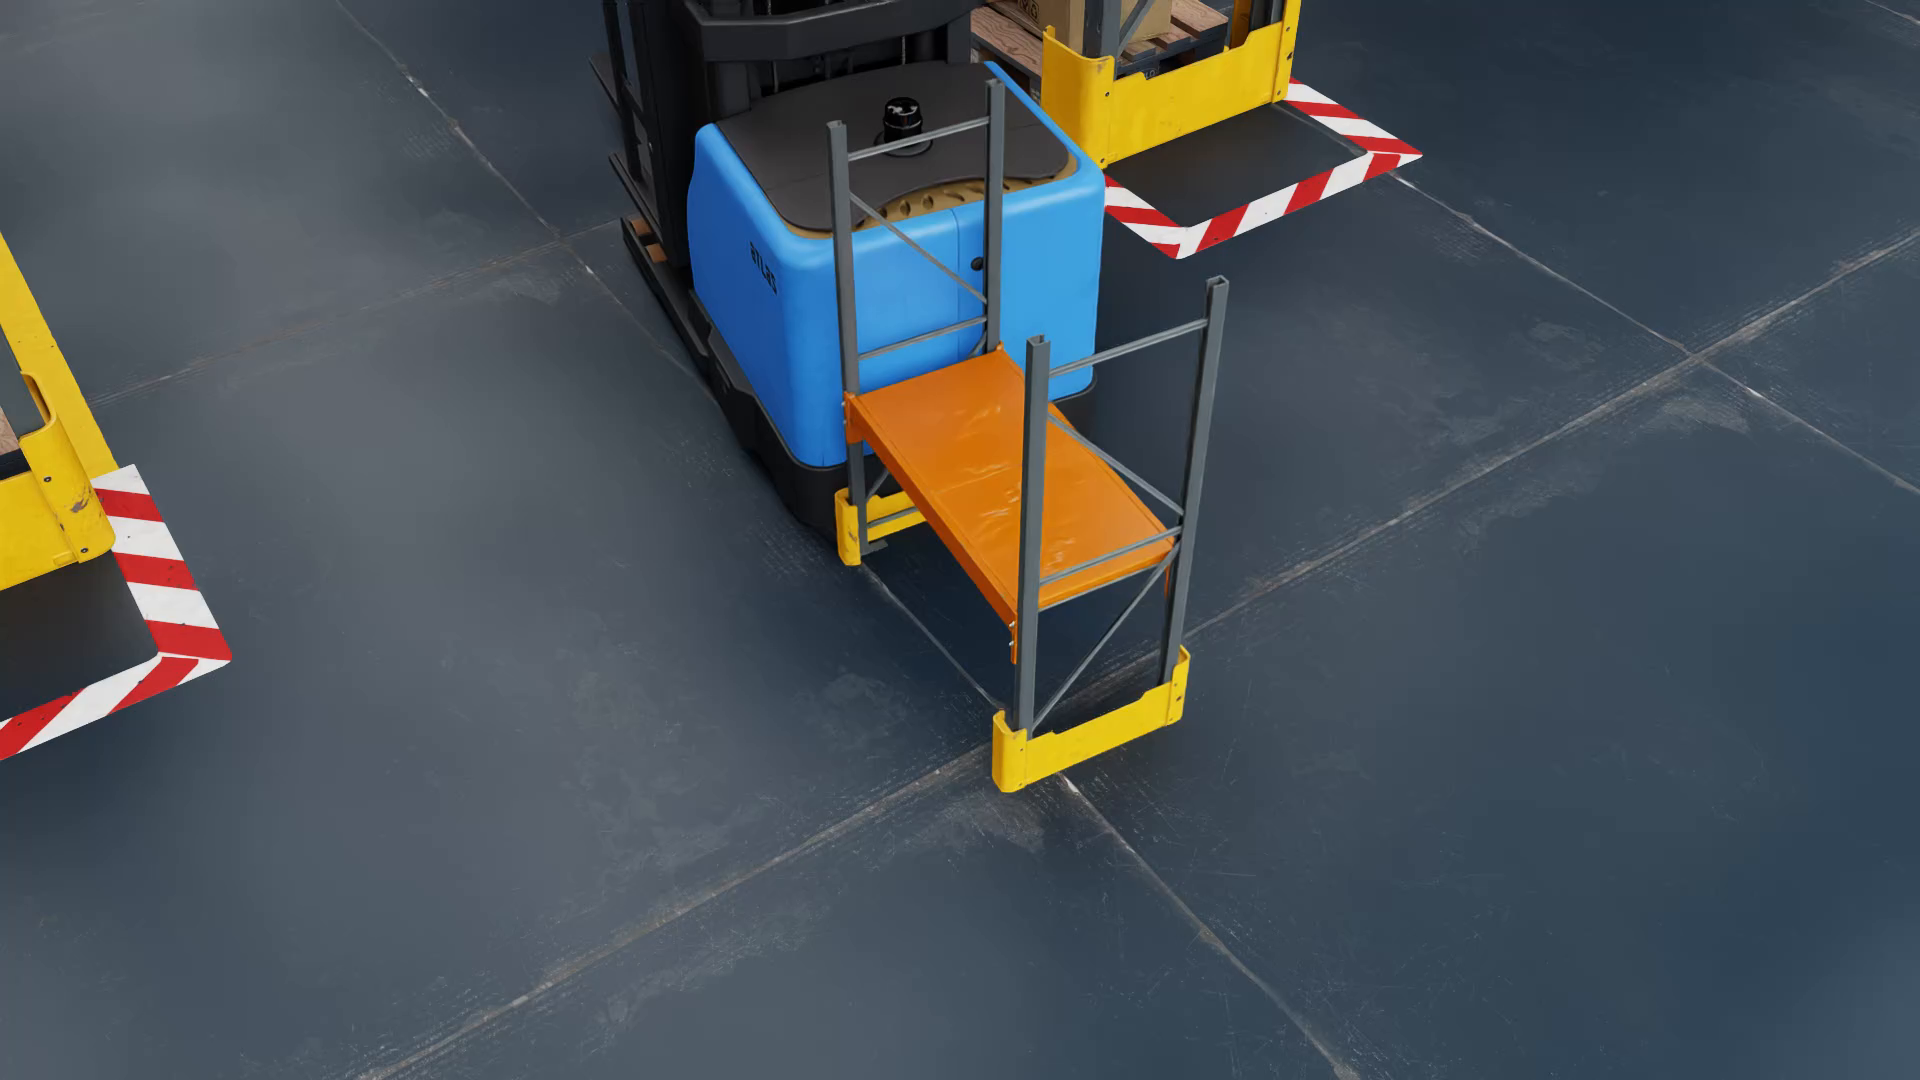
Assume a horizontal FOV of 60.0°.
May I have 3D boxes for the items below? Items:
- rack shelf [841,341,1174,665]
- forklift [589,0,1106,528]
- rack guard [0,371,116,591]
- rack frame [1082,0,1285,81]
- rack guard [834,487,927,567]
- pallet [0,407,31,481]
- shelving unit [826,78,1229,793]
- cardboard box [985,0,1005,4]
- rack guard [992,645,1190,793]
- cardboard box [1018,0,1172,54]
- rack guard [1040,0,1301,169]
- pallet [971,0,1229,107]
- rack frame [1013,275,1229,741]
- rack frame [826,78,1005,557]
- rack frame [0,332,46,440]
[{"bbox_3d":[0.129,-0.136,4.566,0.538,0.185,1.000,-20,47,-20],"label":"rack shelf"},{"bbox_3d":[-0.636,-2.122,5.350,1.130,2.935,3.031,-18,46,-18],"label":"forklift"},{"bbox_3d":[-3.216,-0.024,4.913,1.175,0.500,0.348,-26,49,-24],"label":"rack guard"},{"bbox_3d":[0.929,-2.860,6.074,1.000,3.000,0.127,-26,49,-24],"label":"rack frame"},{"bbox_3d":[-0.109,-0.123,5.197,0.587,0.250,0.087,-20,47,-20],"label":"rack guard"},{"bbox_3d":[-3.676,-0.382,5.497,1.003,0.211,1.213,-26,49,-24],"label":"pallet"},{"bbox_3d":[0.125,-0.271,4.448,0.587,1.500,1.083,-20,47,-20],"label":"shelving unit"},{"bbox_3d":[0.215,-2.793,7.510,0.500,0.500,0.500,-14,45,-14],"label":"cardboard box"},{"bbox_3d":[0.359,0.484,4.562,0.587,0.250,0.087,-20,47,-20],"label":"rack guard"},{"bbox_3d":[0.585,-2.468,7.170,0.500,0.500,0.500,-17,46,-17],"label":"cardboard box"},{"bbox_3d":[0.885,-1.999,6.982,1.175,0.500,0.348,-26,49,-24],"label":"rack guard"},{"bbox_3d":[0.450,-2.369,7.579,1.003,0.211,1.213,-26,49,-24],"label":"pallet"},{"bbox_3d":[0.368,0.044,4.118,0.500,1.500,0.032,-20,47,-20],"label":"rack frame"},{"bbox_3d":[-0.110,-0.576,4.767,0.500,1.500,0.032,-20,47,-20],"label":"rack frame"},{"bbox_3d":[-3.134,-0.904,4.024,1.000,3.000,0.127,-26,49,-24],"label":"rack frame"}]
